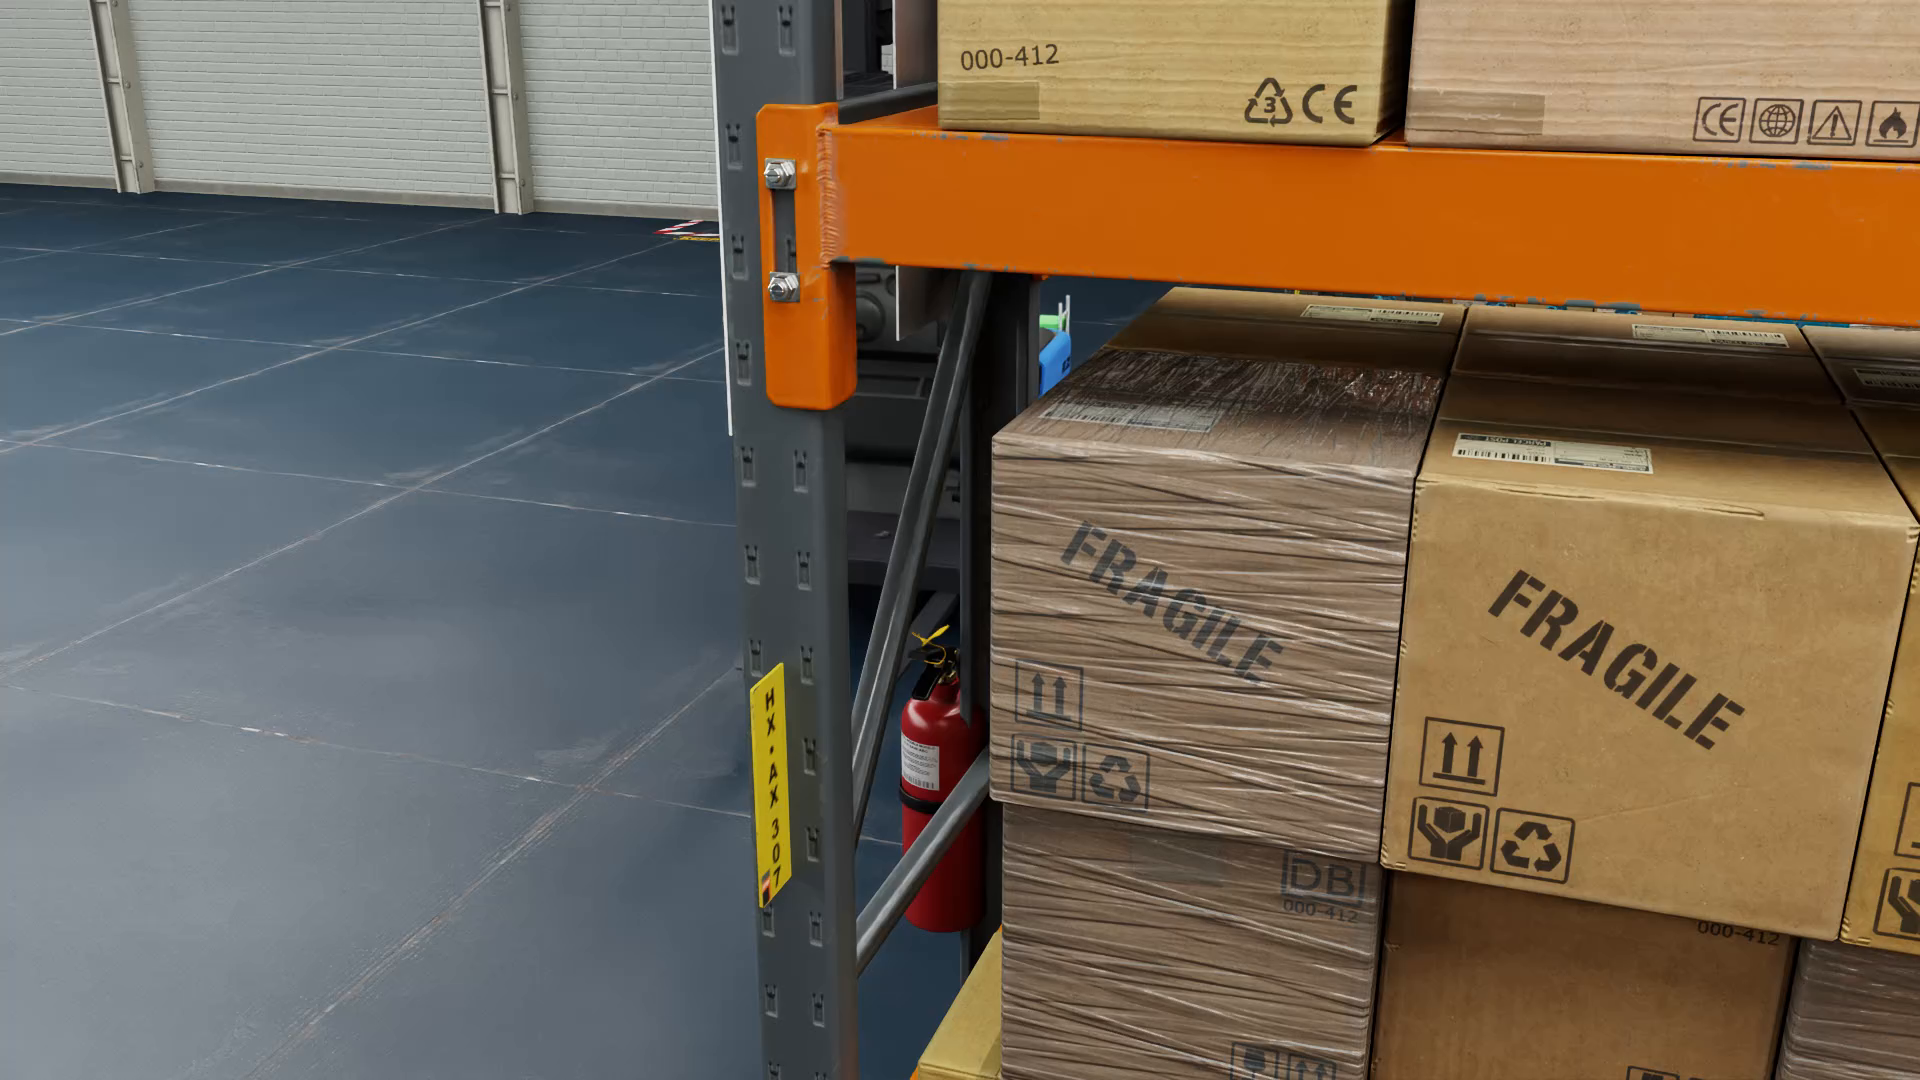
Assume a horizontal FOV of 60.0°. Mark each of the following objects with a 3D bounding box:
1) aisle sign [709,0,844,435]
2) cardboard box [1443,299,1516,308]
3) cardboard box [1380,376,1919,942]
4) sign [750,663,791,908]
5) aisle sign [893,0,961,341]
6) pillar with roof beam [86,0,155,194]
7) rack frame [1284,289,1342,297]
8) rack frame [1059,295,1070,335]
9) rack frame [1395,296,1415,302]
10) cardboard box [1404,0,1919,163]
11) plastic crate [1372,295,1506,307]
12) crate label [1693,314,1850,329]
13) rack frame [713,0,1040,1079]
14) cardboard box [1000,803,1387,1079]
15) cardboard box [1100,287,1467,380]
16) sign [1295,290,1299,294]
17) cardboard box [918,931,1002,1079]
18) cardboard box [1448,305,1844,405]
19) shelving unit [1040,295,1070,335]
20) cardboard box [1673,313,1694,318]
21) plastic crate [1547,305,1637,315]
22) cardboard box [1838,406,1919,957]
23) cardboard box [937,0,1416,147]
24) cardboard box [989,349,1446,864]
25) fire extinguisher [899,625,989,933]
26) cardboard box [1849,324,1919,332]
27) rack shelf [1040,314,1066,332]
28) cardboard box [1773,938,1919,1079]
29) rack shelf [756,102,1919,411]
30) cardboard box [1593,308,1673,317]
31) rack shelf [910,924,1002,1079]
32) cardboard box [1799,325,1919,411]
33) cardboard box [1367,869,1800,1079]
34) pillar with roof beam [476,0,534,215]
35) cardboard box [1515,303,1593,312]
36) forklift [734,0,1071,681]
[{"bbox_3d":[-0.233,-0.569,2.201,0.004,0.787,0.394,7,20,18],"label":"aisle sign"},{"bbox_3d":[3.783,-1.796,12.071,0.500,0.500,0.500,7,20,18],"label":"cardboard box"},{"bbox_3d":[0.824,0.113,2.072,0.500,0.500,0.500,7,20,18],"label":"cardboard box"},{"bbox_3d":[-0.254,0.332,2.250,0.005,0.325,0.100,7,20,18],"label":"sign"},{"bbox_3d":[-0.036,-0.755,2.736,0.004,0.787,0.394,7,20,18],"label":"aisle sign"},{"bbox_3d":[-12.670,-7.680,17.437,0.400,9.000,9.100,7,20,18],"label":"pillar with roof beam"},{"bbox_3d":[1.550,-0.968,7.295,0.127,3.000,1.000,7,20,18],"label":"rack frame"},{"bbox_3d":[0.583,-0.778,9.485,0.015,1.200,0.240,5,20,13],"label":"rack frame"},{"bbox_3d":[3.179,-2.507,11.712,0.127,3.000,1.000,7,20,18],"label":"rack frame"},{"bbox_3d":[0.784,-0.587,1.874,0.500,0.250,0.500,6,20,17],"label":"cardboard box"},{"bbox_3d":[2.121,-0.936,7.431,0.616,0.251,0.499,7,20,18],"label":"plastic crate"},{"bbox_3d":[3.377,-0.870,6.960,0.616,0.435,0.502,7,20,18],"label":"crate label"},{"bbox_3d":[-0.077,0.573,2.874,0.053,2.616,0.949,7,20,18],"label":"rack frame"},{"bbox_3d":[0.435,0.453,2.617,0.500,0.500,0.875,7,20,18],"label":"cardboard box"},{"bbox_3d":[0.525,-0.105,2.697,0.500,0.500,0.500,7,20,18],"label":"cardboard box"},{"bbox_3d":[1.365,-0.928,6.760,0.005,0.325,0.100,7,20,18],"label":"sign"},{"bbox_3d":[0.115,0.796,2.617,0.250,0.149,0.380,7,20,18],"label":"cardboard box"},{"bbox_3d":[0.999,-0.053,2.547,0.500,0.500,0.500,7,20,18],"label":"cardboard box"},{"bbox_3d":[0.347,-0.798,9.542,0.503,1.200,0.258,5,20,13],"label":"shelving unit"},{"bbox_3d":[5.028,-1.471,11.140,0.500,0.500,0.500,7,20,18],"label":"cardboard box"},{"bbox_3d":[2.732,-0.864,7.225,0.408,0.251,0.499,7,20,18],"label":"plastic crate"},{"bbox_3d":[1.297,0.167,1.919,0.500,0.500,0.500,7,20,18],"label":"cardboard box"},{"bbox_3d":[0.295,-0.641,2.028,0.500,0.250,0.500,7,20,20],"label":"cardboard box"},{"bbox_3d":[0.354,0.057,2.233,0.500,0.500,0.500,7,20,18],"label":"cardboard box"},{"bbox_3d":[-0.033,0.453,3.336,0.183,0.674,0.296,7,20,18],"label":"fire extinguisher"},{"bbox_3d":[5.979,-1.369,10.847,0.500,0.500,0.500,7,20,18],"label":"cardboard box"},{"bbox_3d":[0.347,-1.192,9.406,0.480,0.148,0.258,5,20,13],"label":"rack shelf"},{"bbox_3d":[1.405,0.537,2.375,0.500,0.500,0.875,7,20,18],"label":"cardboard box"},{"bbox_3d":[1.814,-0.288,1.882,4.000,0.370,1.077,7,20,18],"label":"rack shelf"},{"bbox_3d":[4.562,-1.531,11.311,0.500,0.500,0.500,7,20,18],"label":"cardboard box"},{"bbox_3d":[1.814,1.128,2.376,4.000,0.370,1.077,7,20,18],"label":"rack shelf"},{"bbox_3d":[1.471,0.002,2.390,0.500,0.500,0.500,7,20,18],"label":"cardboard box"},{"bbox_3d":[0.947,0.469,2.569,0.500,0.500,0.875,7,20,18],"label":"cardboard box"},{"bbox_3d":[-7.002,-7.032,15.578,0.400,9.000,9.100,7,20,18],"label":"pillar with roof beam"},{"bbox_3d":[4.085,-1.581,11.454,0.500,0.500,0.500,7,20,18],"label":"cardboard box"},{"bbox_3d":[-0.238,-1.099,7.777,1.130,2.935,3.031,5,20,13],"label":"forklift"}]
